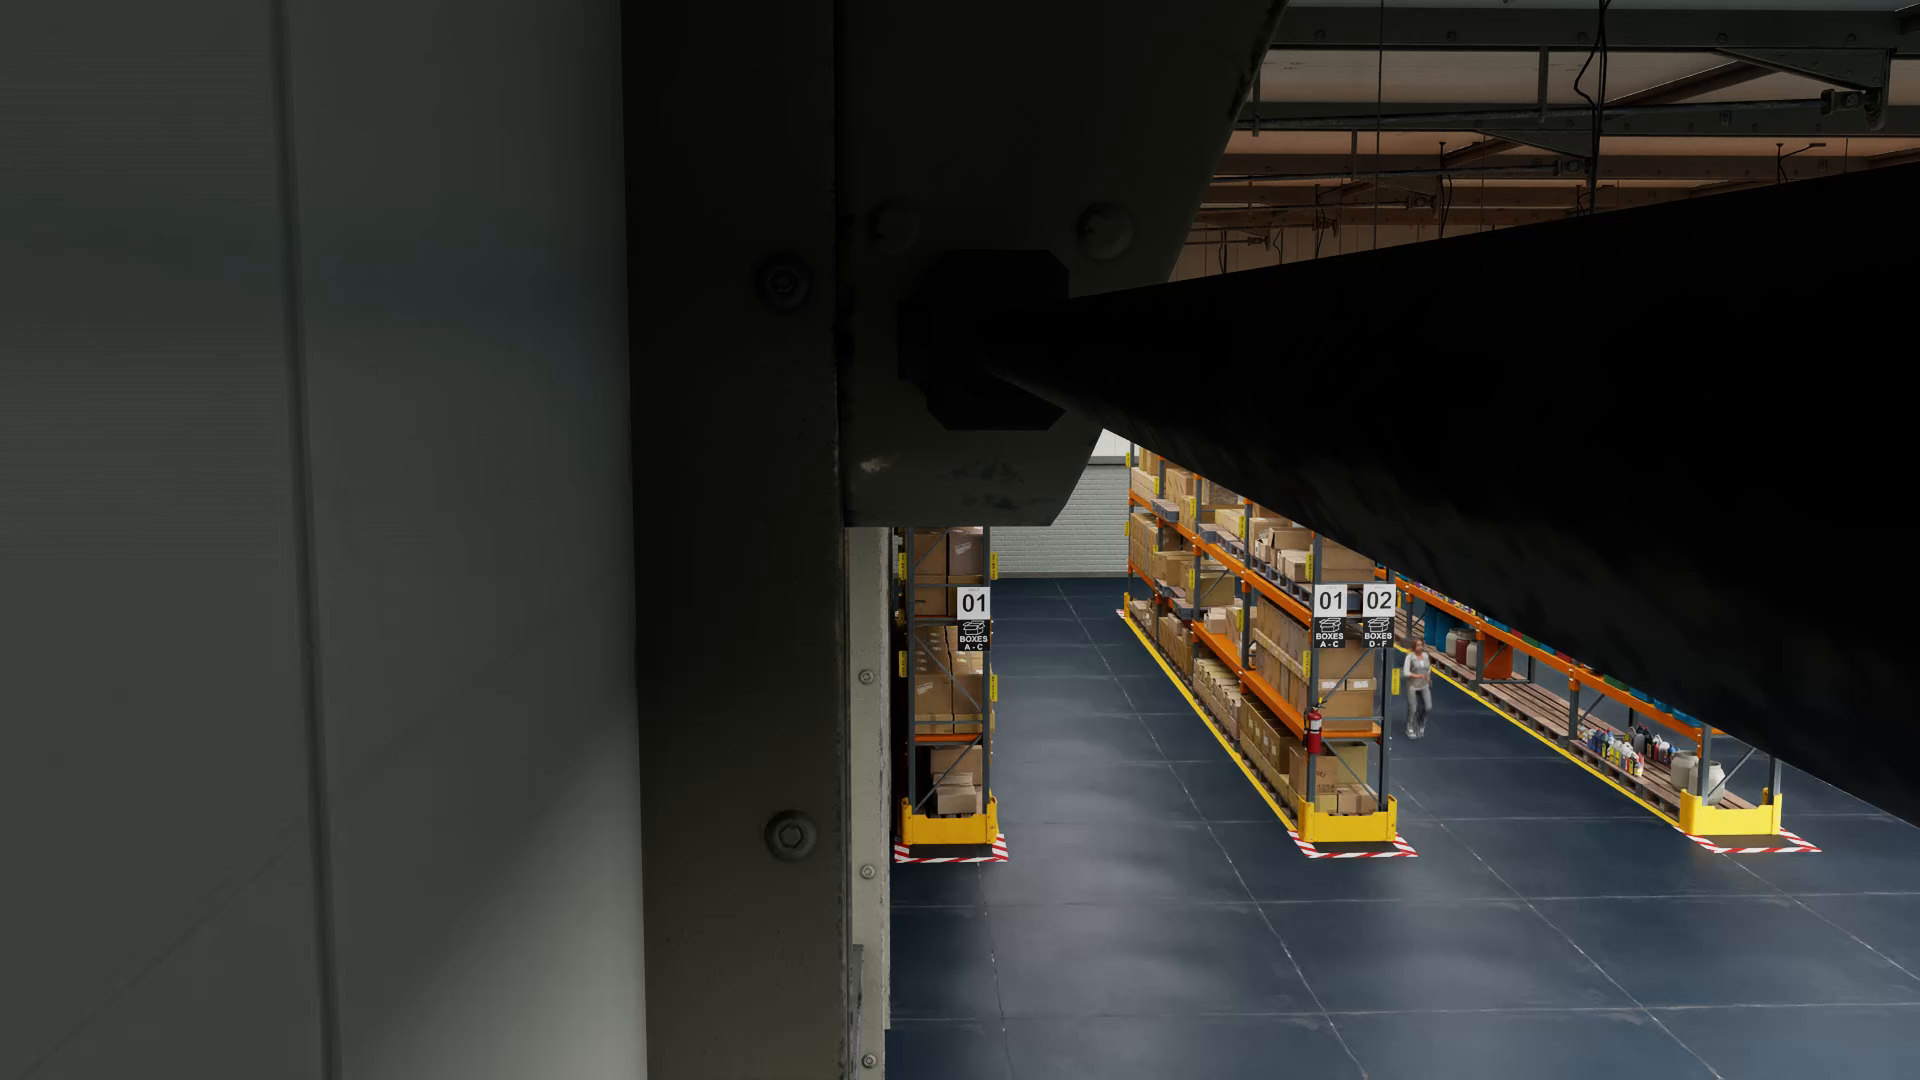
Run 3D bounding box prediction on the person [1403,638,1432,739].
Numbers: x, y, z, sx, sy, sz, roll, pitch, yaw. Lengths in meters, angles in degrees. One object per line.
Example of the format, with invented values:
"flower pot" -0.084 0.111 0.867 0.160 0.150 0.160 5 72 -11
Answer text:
"person" 7.029 2.279 25.475 0.512 1.570 0.636 -1 7 -6
